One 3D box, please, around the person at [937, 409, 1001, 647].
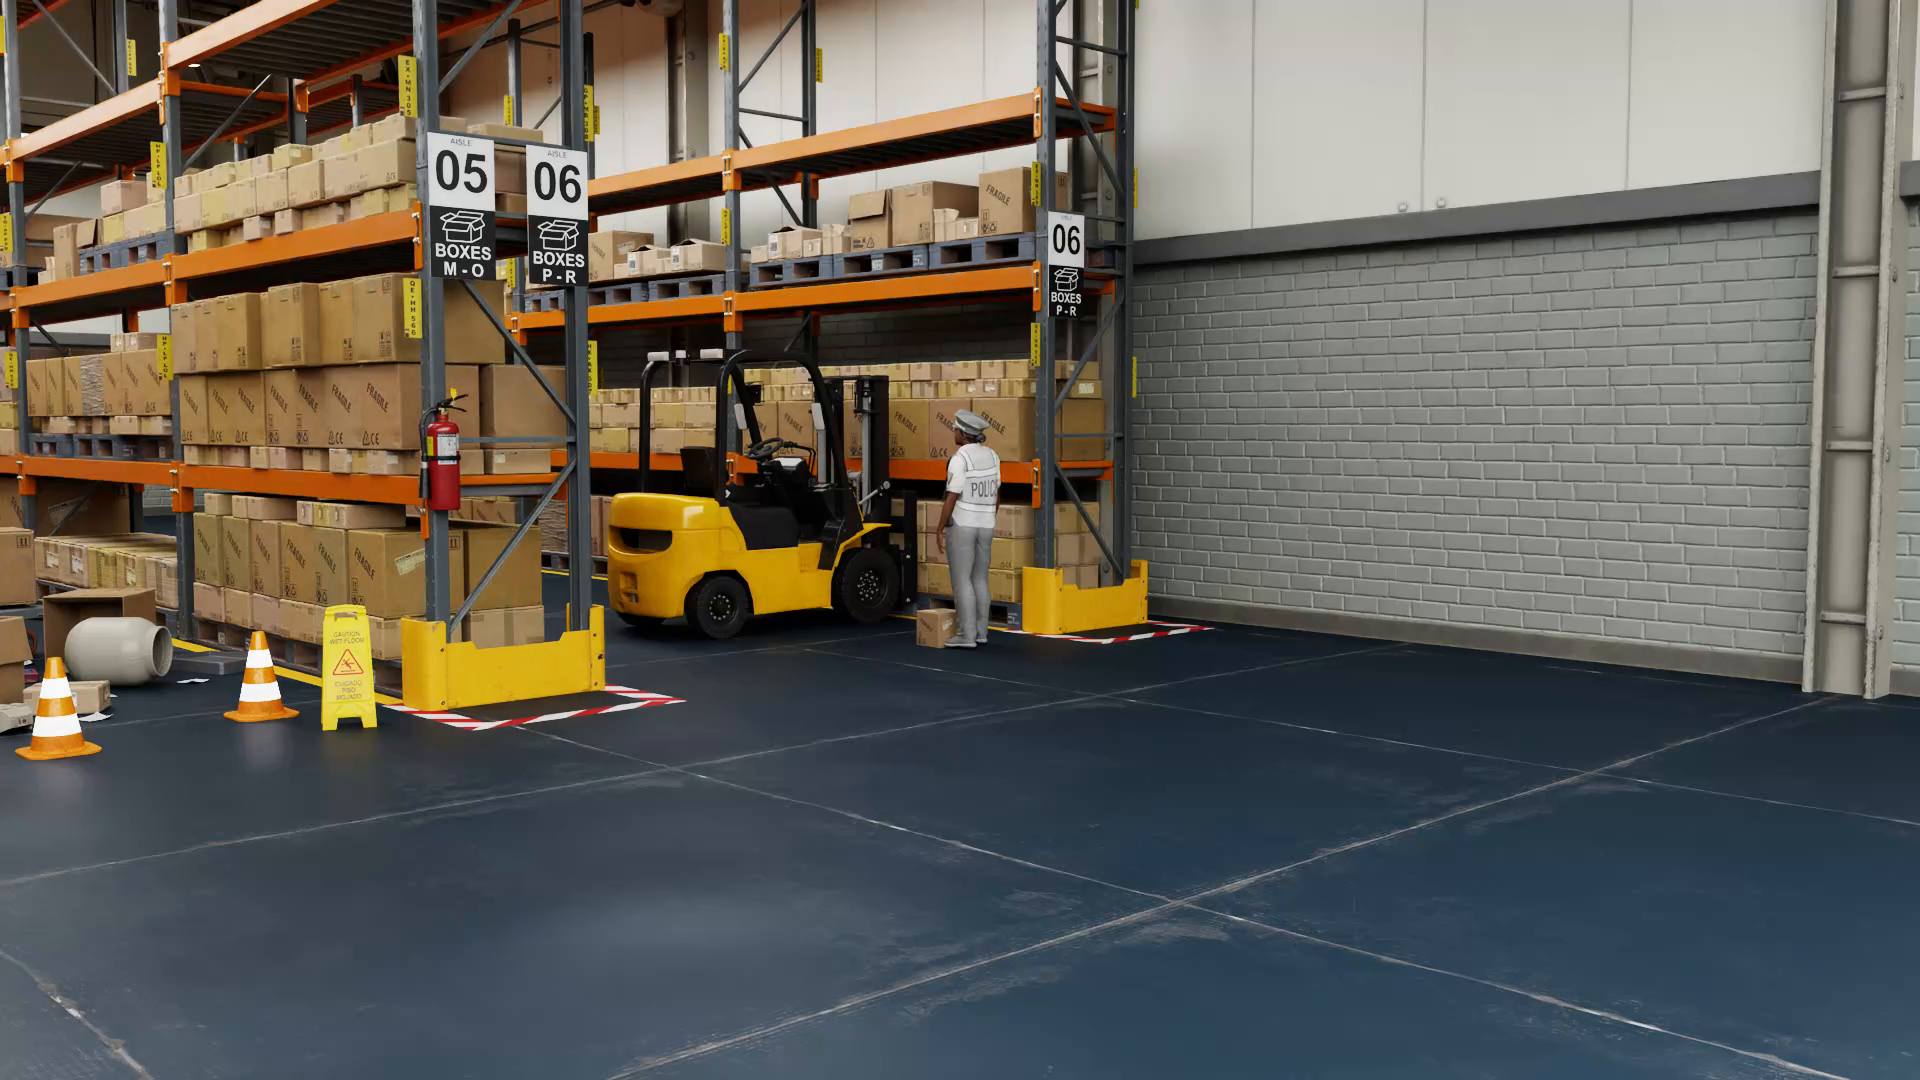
[{"bbox_3d":[0.026,-0.083,11.846,0.570,1.695,0.529,-4,6,-44],"label":"person"}]
